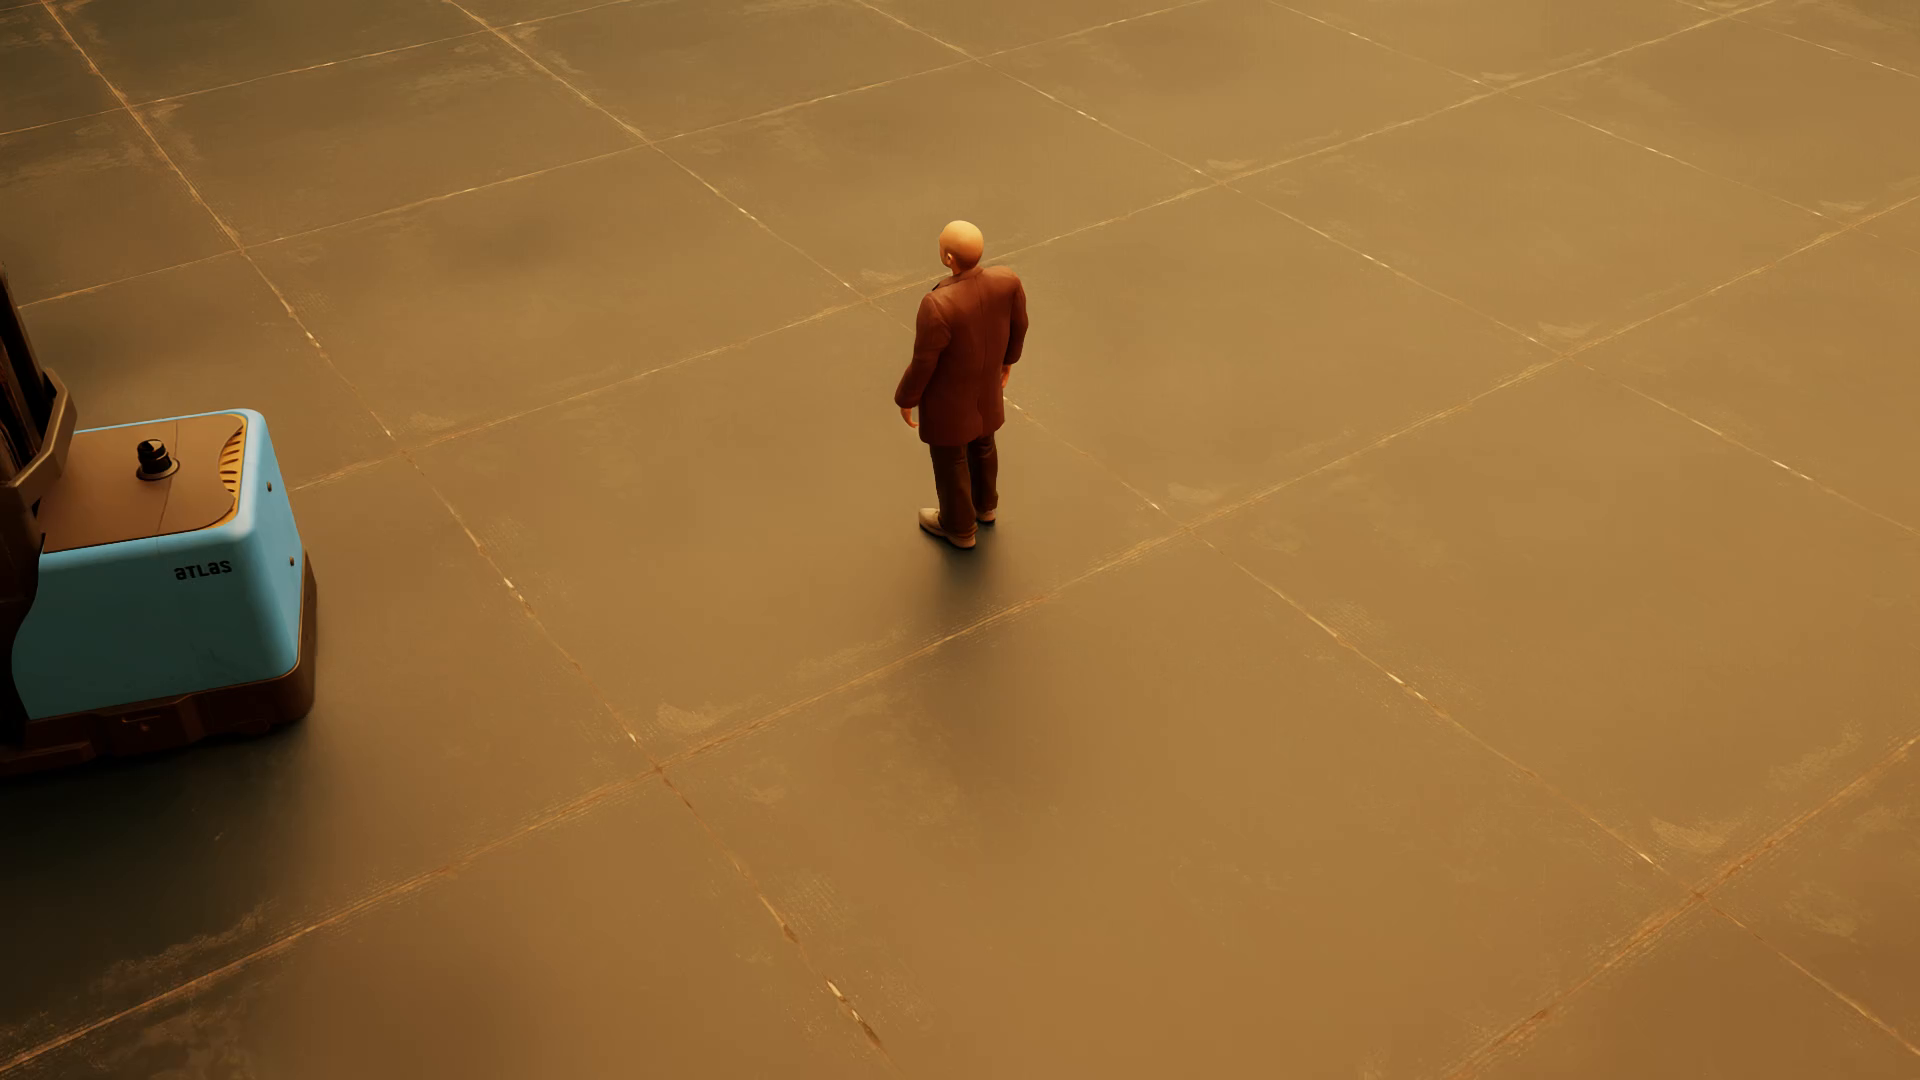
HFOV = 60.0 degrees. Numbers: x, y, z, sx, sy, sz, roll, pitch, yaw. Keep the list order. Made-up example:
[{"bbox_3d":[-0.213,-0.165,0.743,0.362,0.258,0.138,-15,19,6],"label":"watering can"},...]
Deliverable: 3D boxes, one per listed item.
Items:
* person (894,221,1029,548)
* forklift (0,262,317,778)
[{"bbox_3d":[-0.050,-0.767,7.939,0.698,1.777,0.579,-23,42,-28],"label":"person"},{"bbox_3d":[-4.424,-0.401,6.487,3.031,2.935,1.130,-10,38,-13],"label":"forklift"}]
